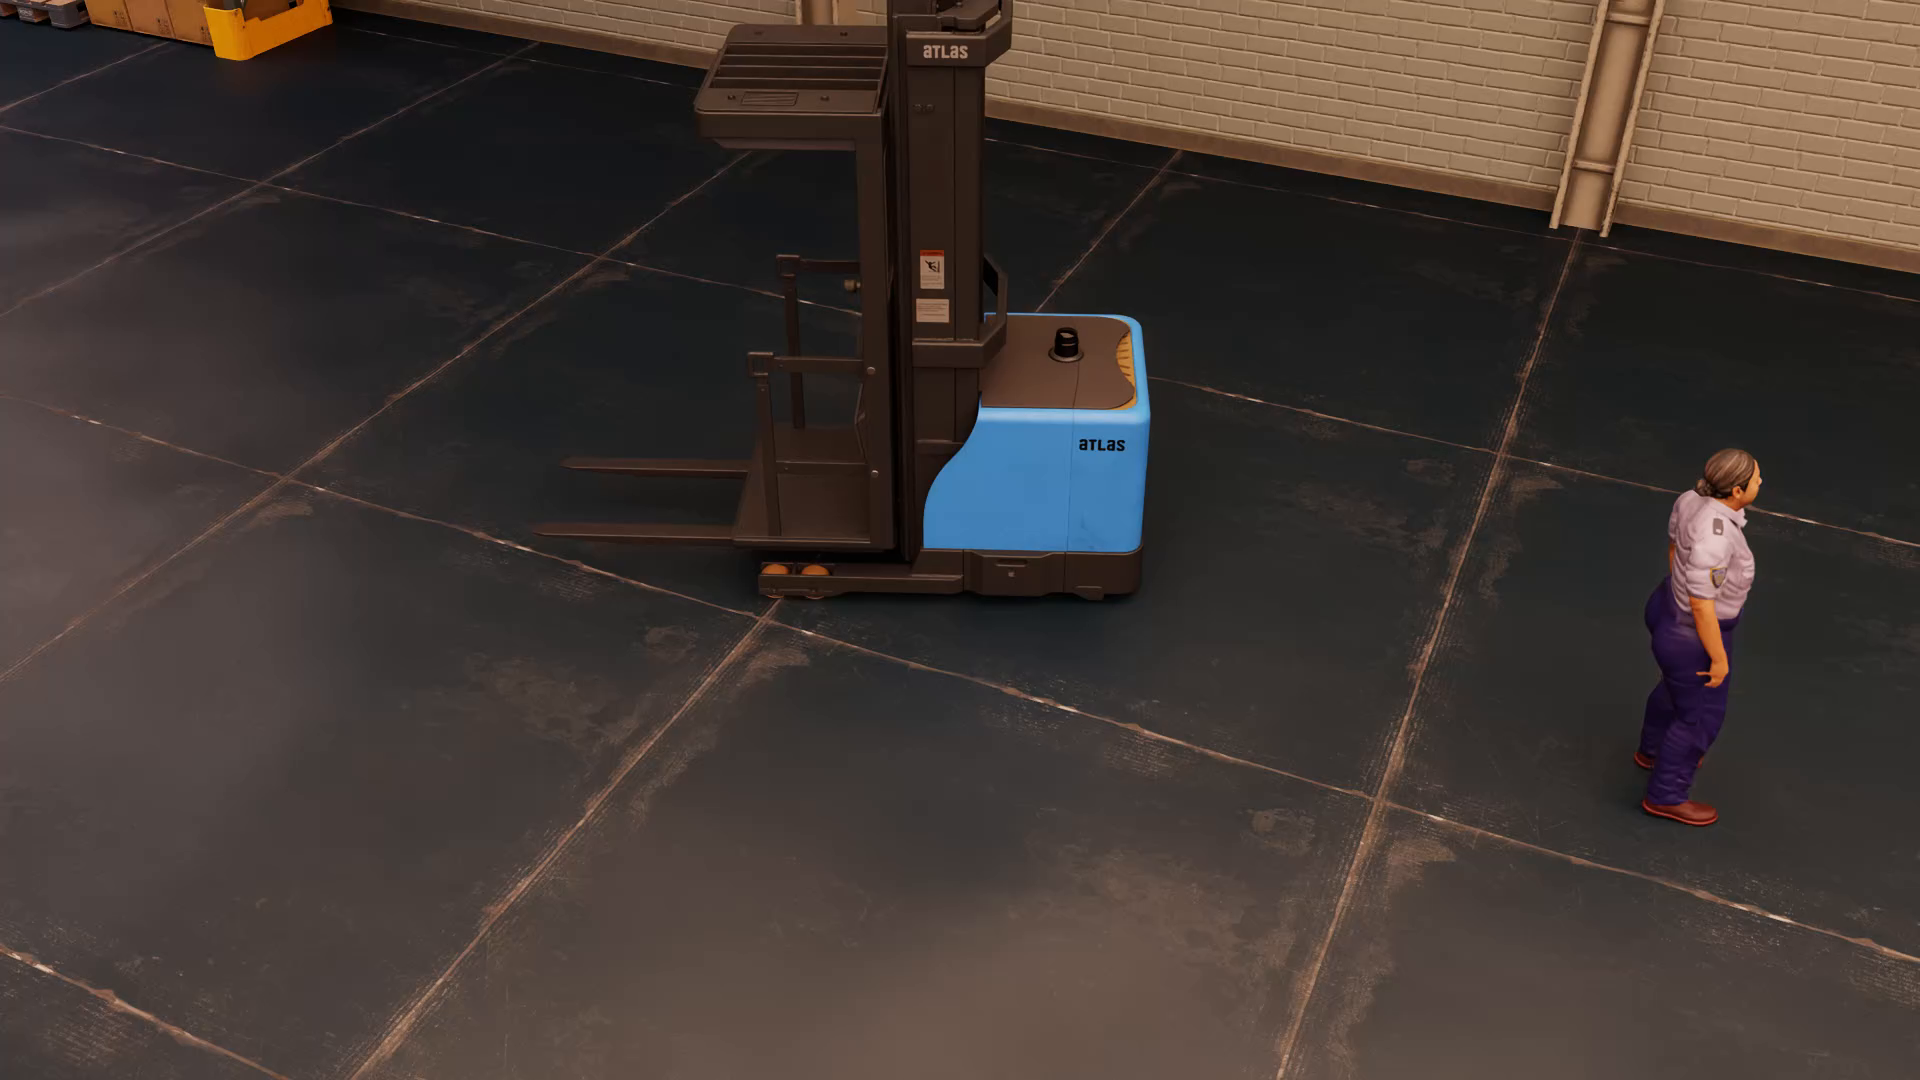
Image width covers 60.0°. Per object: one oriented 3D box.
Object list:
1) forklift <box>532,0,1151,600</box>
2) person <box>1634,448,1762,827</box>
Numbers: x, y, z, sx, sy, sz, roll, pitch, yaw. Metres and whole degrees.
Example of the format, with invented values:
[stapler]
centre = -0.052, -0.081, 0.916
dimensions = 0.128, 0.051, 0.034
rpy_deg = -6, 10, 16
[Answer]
[forklift]
centre = -0.608, -1.208, 7.780
dimensions = 3.031, 2.935, 1.130
rpy_deg = 1, 36, 2
[person]
centre = 2.994, 0.371, 6.686
dimensions = 0.434, 1.669, 0.559
rpy_deg = 6, 36, 8
